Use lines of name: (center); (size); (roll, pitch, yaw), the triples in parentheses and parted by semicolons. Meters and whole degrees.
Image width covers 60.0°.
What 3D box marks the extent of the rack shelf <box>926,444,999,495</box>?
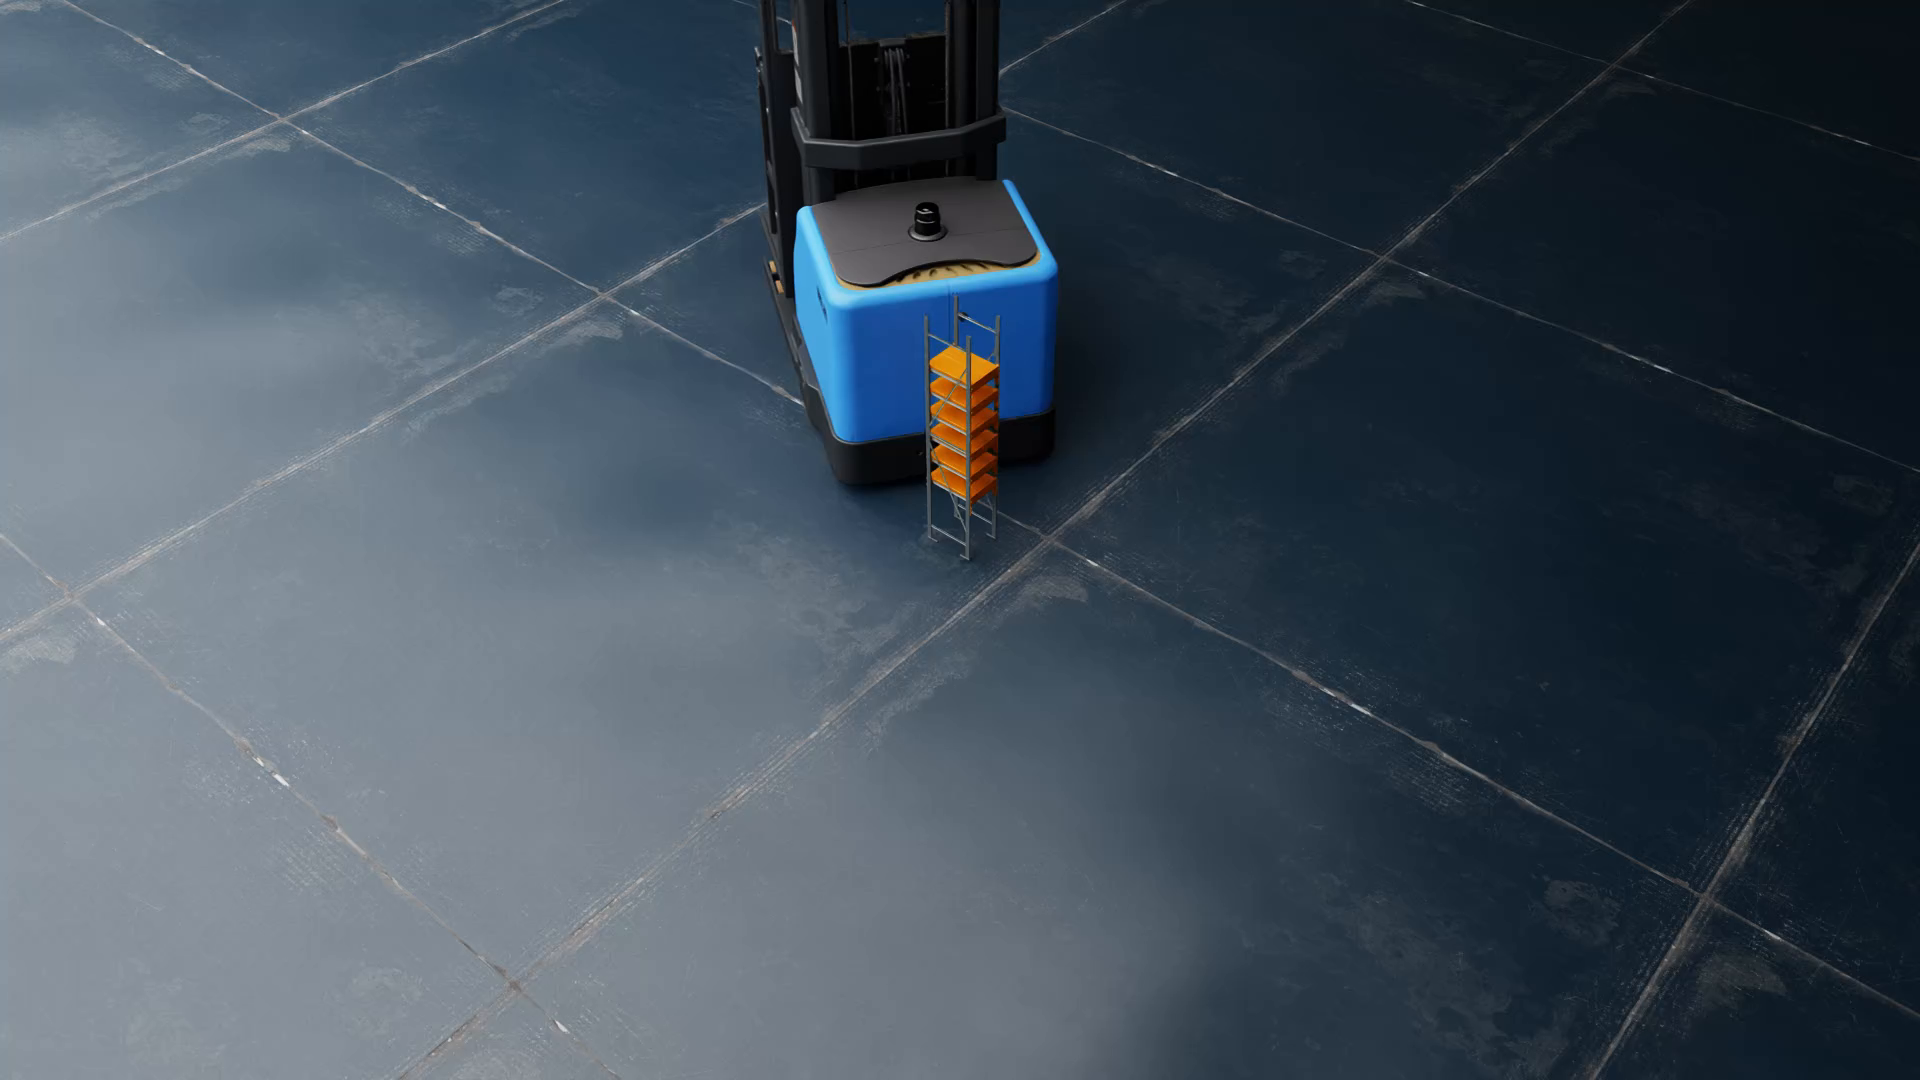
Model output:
rack shelf: (0.009, -0.330, 7.147); (0.258, 0.103, 0.180); (29, 50, 28)

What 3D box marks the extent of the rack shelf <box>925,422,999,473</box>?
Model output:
rack shelf: (0.009, -0.419, 7.067); (0.258, 0.103, 0.180); (29, 50, 28)

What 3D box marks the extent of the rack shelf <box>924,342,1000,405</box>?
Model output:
rack shelf: (0.009, -0.685, 6.825); (0.258, 0.103, 0.180); (29, 50, 28)

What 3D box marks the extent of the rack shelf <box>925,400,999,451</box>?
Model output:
rack shelf: (0.009, -0.507, 6.986); (0.258, 0.103, 0.180); (29, 50, 28)

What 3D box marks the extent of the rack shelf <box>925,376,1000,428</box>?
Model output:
rack shelf: (0.009, -0.596, 6.905); (0.258, 0.103, 0.180); (29, 50, 28)

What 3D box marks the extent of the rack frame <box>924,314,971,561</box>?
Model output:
rack frame: (-0.050, -0.404, 6.985); (0.240, 1.200, 0.006); (29, 50, 28)

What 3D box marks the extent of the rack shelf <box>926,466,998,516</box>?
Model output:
rack shelf: (0.009, -0.241, 7.228); (0.258, 0.103, 0.180); (29, 50, 28)

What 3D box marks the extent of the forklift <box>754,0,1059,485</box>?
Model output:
forklift: (-0.422, -2.341, 7.828); (1.130, 2.935, 3.031); (-10, 43, -11)

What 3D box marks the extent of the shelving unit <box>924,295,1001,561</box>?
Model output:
shelving unit: (0.009, -0.451, 7.037); (0.258, 1.200, 0.189); (29, 50, 28)

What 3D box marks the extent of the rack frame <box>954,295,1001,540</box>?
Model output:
rack frame: (0.068, -0.498, 7.089); (0.240, 1.200, 0.006); (29, 50, 28)
